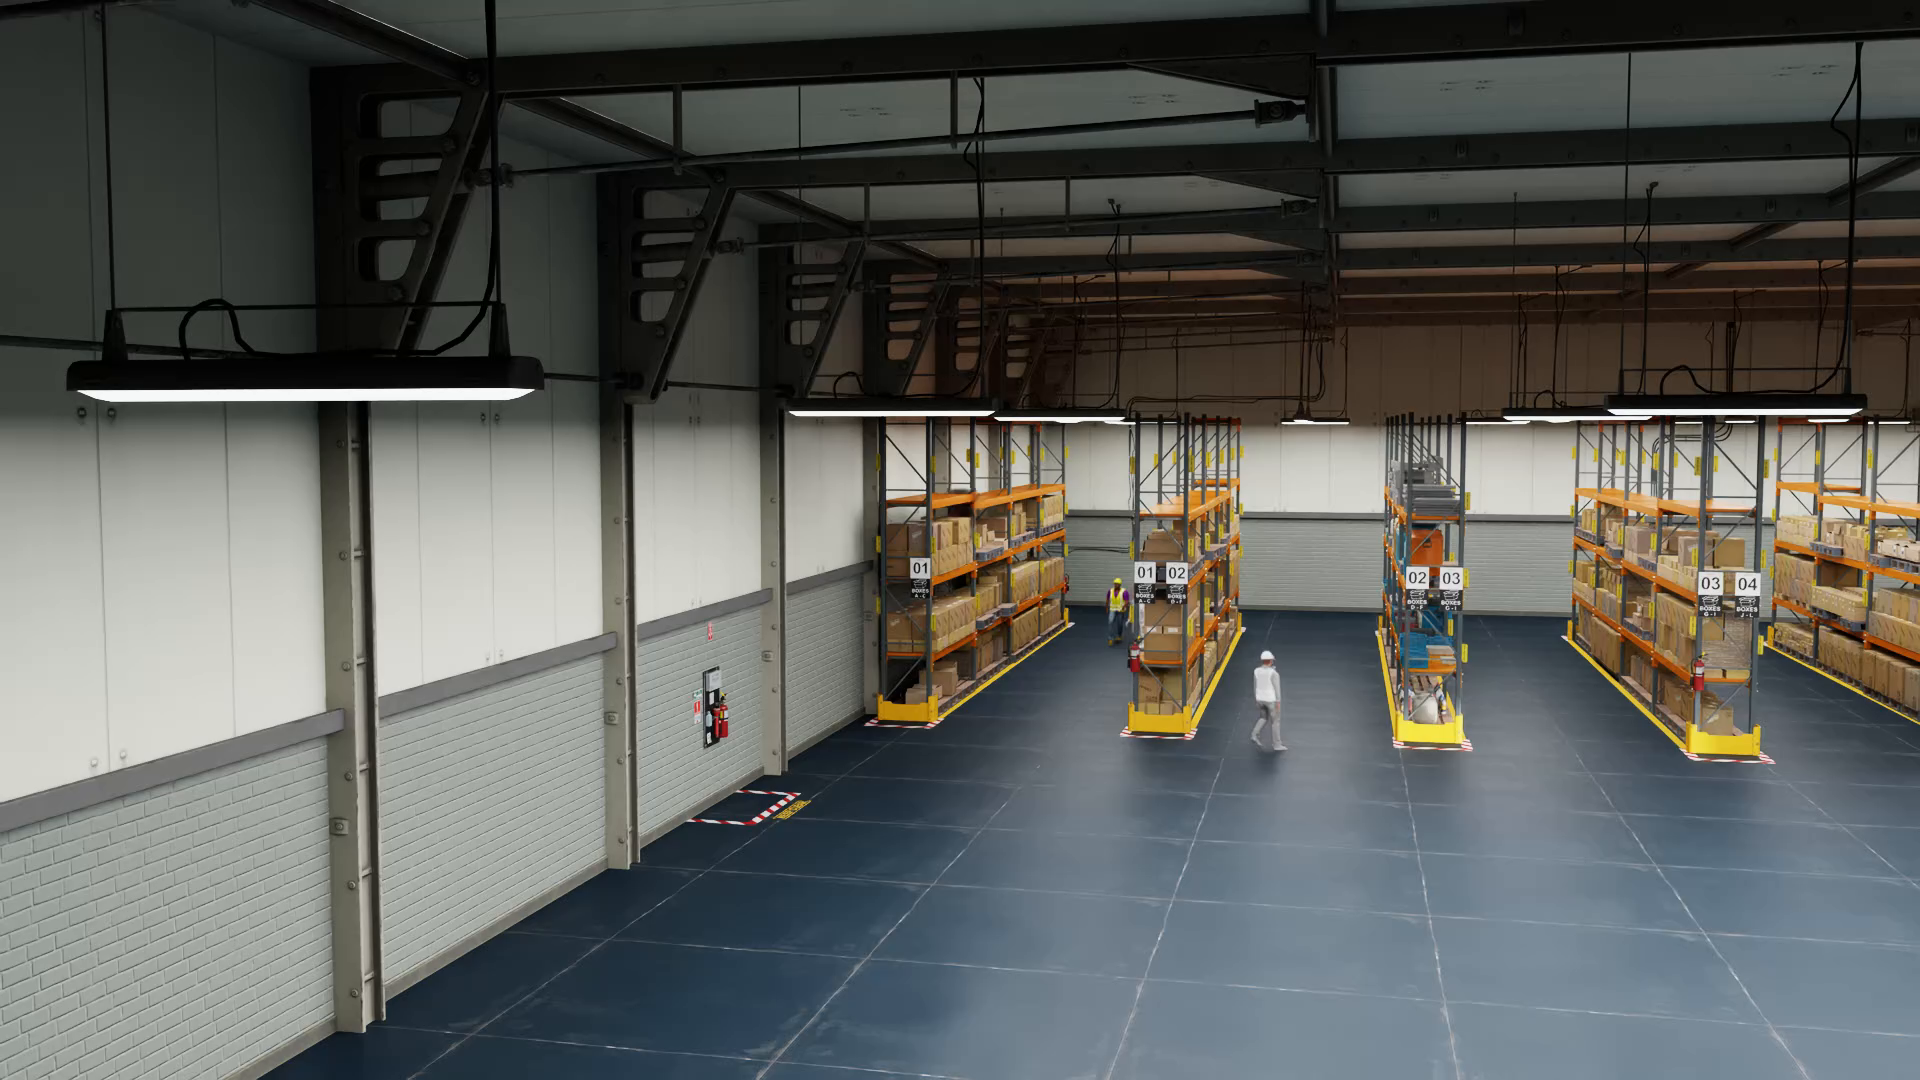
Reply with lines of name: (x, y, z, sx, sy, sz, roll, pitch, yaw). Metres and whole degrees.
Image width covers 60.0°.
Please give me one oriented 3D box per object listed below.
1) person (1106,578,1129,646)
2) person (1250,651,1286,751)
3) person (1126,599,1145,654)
person: (4.163, 1.888, 44.114, 0.658, 1.748, 0.994, 1, 4, 15)
person: (5.498, 2.853, 29.518, 0.575, 1.783, 0.567, -4, 5, -43)
person: (4.416, 2.047, 41.127, 0.608, 1.749, 0.947, 1, 4, 16)
